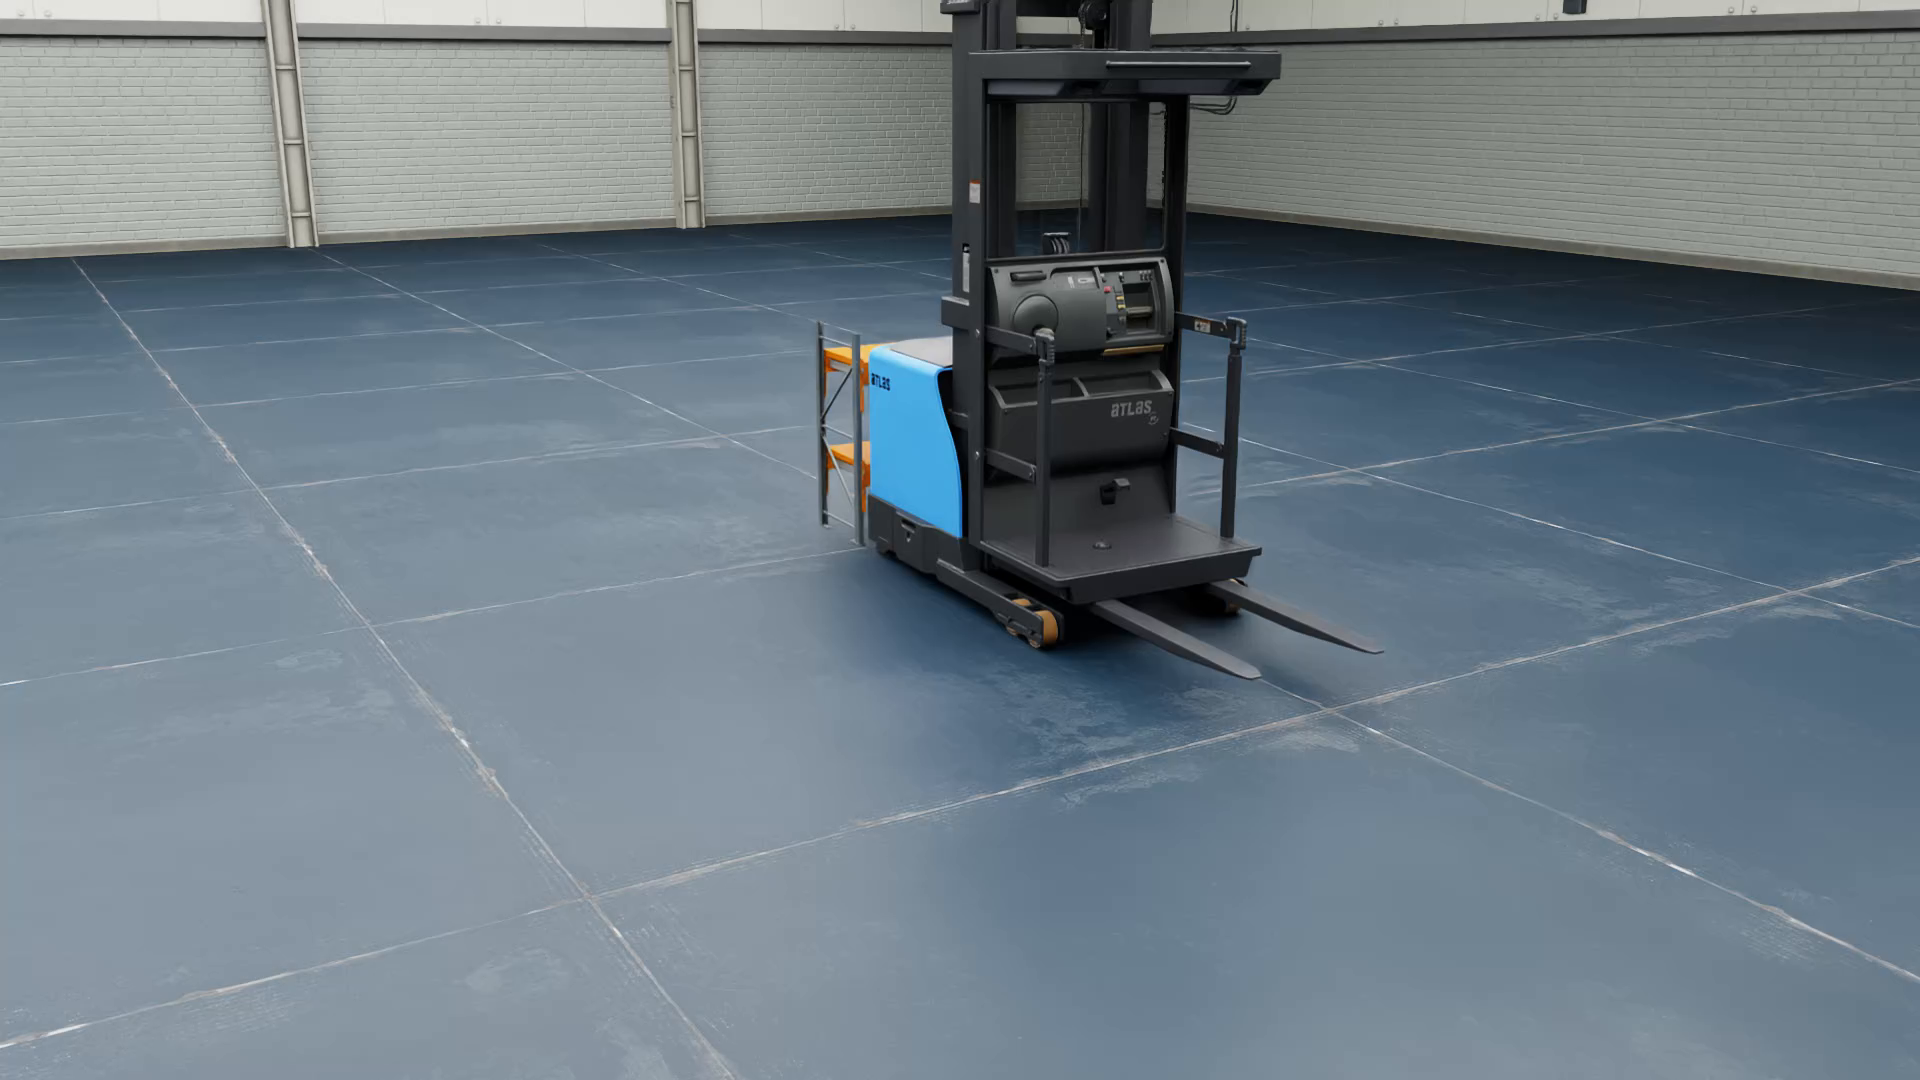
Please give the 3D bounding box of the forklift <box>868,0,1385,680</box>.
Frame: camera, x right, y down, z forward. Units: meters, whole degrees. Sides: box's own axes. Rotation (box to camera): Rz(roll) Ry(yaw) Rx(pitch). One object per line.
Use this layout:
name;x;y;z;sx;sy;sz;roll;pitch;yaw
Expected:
forklift;0.662;-1.079;7.330;1.130;2.935;3.031;-8;18;-27

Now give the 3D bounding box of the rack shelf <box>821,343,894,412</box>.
rack shelf;-0.201;-0.921;9.026;1.000;0.278;0.538;-9;18;-28

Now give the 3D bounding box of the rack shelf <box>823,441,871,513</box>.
rack shelf;-0.201;-0.403;9.171;1.000;0.278;0.538;-9;18;-28

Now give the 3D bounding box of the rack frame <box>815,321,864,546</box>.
rack frame;-0.644;-0.572;8.865;0.032;1.125;0.500;-9;18;-28

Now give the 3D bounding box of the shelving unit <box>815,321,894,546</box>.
shelving unit;-0.201;-0.639;9.105;1.048;1.125;0.538;-9;18;-28

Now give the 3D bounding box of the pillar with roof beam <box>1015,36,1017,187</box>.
pillar with roof beam;2.970;-9.269;25.305;0.400;9.000;9.100;-9;18;-30

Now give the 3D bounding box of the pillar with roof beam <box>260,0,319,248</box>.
pillar with roof beam;-7.316;-7.601;19.355;0.400;9.000;9.100;-9;18;-30

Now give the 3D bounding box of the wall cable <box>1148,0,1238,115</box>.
wall cable;3.959;-8.874;29.647;0.112;2.526;3.097;-9;18;-30

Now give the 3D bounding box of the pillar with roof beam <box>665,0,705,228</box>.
pillar with roof beam;-2.173;-8.435;22.330;0.400;9.000;9.100;-9;18;-30

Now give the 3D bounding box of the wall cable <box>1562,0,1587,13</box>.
wall cable;8.835;-9.808;20.926;0.169;6.003;2.305;-9;18;-30
